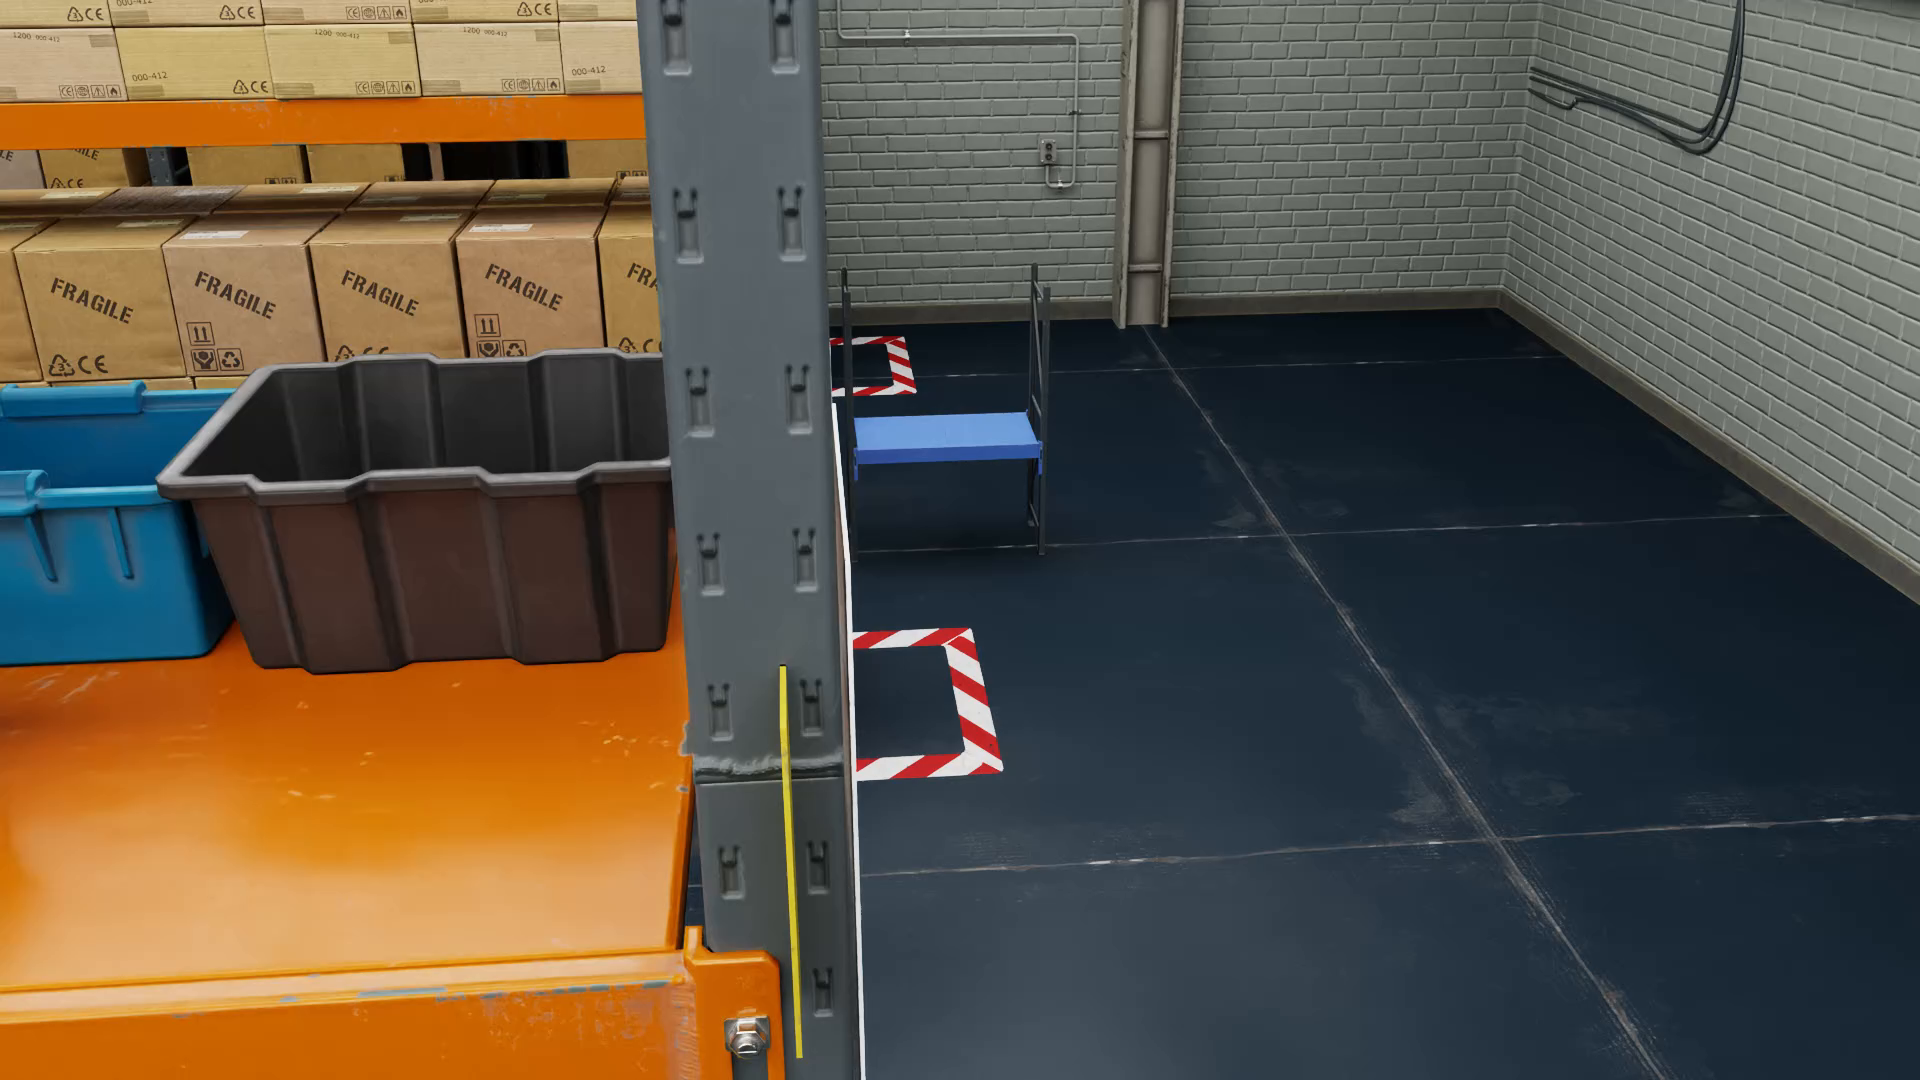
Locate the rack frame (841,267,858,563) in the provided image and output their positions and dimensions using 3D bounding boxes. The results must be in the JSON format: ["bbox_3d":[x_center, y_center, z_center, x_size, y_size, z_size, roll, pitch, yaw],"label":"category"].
[{"bbox_3d":[-0.591,-0.662,8.892,0.032,1.500,0.500,-2,24,-5],"label":"rack frame"}]

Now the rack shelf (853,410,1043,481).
[{"bbox_3d":[-0.085,-0.518,9.011,1.000,0.185,0.538,-2,24,-5],"label":"rack shelf"}]

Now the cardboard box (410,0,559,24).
[{"bbox_3d":[-1.677,-2.017,5.971,0.500,0.250,0.500,-2,24,-5],"label":"cardboard box"}]

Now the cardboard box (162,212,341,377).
[{"bbox_3d":[-2.639,-0.940,6.318,0.500,0.500,0.500,-2,24,-4],"label":"cardboard box"}]

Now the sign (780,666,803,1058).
[{"bbox_3d":[-0.140,0.271,1.383,0.005,0.325,0.100,-2,24,-5],"label":"sign"}]

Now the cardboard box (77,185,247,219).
[{"bbox_3d":[-3.185,-1.140,6.767,0.500,0.500,0.500,-2,24,-5],"label":"cardboard box"}]

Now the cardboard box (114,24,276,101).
[{"bbox_3d":[-2.673,-1.751,5.988,0.500,0.250,0.500,-2,24,-5],"label":"cardboard box"}]

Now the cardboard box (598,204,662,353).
[{"bbox_3d":[-1.109,-1.004,6.461,0.500,0.500,0.500,-3,24,-6],"label":"cardboard box"}]

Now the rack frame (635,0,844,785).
[{"bbox_3d":[-0.210,-1.369,1.252,0.127,3.000,1.000,-2,24,-5],"label":"rack frame"}]

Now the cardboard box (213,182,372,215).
[{"bbox_3d":[-2.684,-1.159,6.811,0.500,0.500,0.500,-3,24,-6],"label":"cardboard box"}]

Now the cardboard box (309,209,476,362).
[{"bbox_3d":[-2.128,-0.961,6.364,0.500,0.500,0.500,-2,24,-4],"label":"cardboard box"}]

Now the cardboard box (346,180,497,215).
[{"bbox_3d":[-2.179,-1.180,6.857,0.500,0.500,0.500,-2,24,-4],"label":"cardboard box"}]

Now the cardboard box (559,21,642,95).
[{"bbox_3d":[-1.179,-1.805,6.110,0.500,0.250,0.500,-2,24,-5],"label":"cardboard box"}]

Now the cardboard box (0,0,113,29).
[{"bbox_3d":[-3.170,-1.956,5.834,0.500,0.250,0.500,-2,24,-5],"label":"cardboard box"}]

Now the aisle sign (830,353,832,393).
[{"bbox_3d":[-0.168,0.061,2.219,0.004,0.787,0.394,-2,24,-5],"label":"aisle sign"}]

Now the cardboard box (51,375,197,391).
[{"bbox_3d":[-3.133,-0.467,6.485,0.500,0.500,0.500,-2,24,-5],"label":"cardboard box"}]

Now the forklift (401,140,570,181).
[{"bbox_3d":[-2.884,-1.482,8.977,3.031,2.935,1.130,3,24,6],"label":"forklift"}]

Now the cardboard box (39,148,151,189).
[{"bbox_3d":[-5.599,-2.543,10.765,0.500,0.500,0.500,-3,24,-6],"label":"cardboard box"}]

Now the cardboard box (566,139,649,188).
[{"bbox_3d":[-2.414,-2.711,11.288,0.700,0.700,0.980,-2,24,-6],"label":"cardboard box"}]

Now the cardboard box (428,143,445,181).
[{"bbox_3d":[-3.173,-2.685,11.228,0.700,0.700,0.980,-3,24,-8],"label":"cardboard box"}]

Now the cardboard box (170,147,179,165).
[{"bbox_3d":[-5.647,-2.747,11.223,0.500,0.500,0.500,-3,24,-7],"label":"cardboard box"}]

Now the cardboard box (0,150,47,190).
[{"bbox_3d":[-6.106,-2.519,10.710,0.500,0.500,0.500,-2,24,-5],"label":"cardboard box"}]

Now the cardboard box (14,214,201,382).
[{"bbox_3d":[-3.153,-0.919,6.271,0.500,0.500,0.500,-3,24,-7],"label":"cardboard box"}]

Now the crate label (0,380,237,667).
[{"bbox_3d":[-1.160,-0.024,2.102,0.502,0.251,0.408,-2,24,-5],"label":"crate label"}]

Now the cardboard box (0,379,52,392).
[{"bbox_3d":[-3.631,-0.448,6.442,0.500,0.500,0.500,-2,24,-4],"label":"cardboard box"}]

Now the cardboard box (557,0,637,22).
[{"bbox_3d":[-1.180,-2.037,6.017,0.500,0.250,0.500,-2,24,-5],"label":"cardboard box"}]

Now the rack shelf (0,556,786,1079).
[{"bbox_3d":[-2.201,0.410,1.827,4.000,0.370,1.077,-2,24,-5],"label":"rack shelf"}]

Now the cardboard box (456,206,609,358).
[{"bbox_3d":[-1.612,-0.983,6.415,0.500,0.500,0.500,-2,24,-4],"label":"cardboard box"}]

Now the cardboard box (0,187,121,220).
[{"bbox_3d":[-3.687,-1.120,6.722,0.500,0.500,0.500,-3,24,-6],"label":"cardboard box"}]

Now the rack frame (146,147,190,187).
[{"bbox_3d":[-5.165,-2.473,11.120,0.127,3.000,1.000,-2,24,-5],"label":"rack frame"}]

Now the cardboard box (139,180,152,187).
[{"bbox_3d":[-5.473,-2.239,10.879,0.250,0.149,0.380,-2,24,-5],"label":"cardboard box"}]

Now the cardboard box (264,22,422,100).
[{"bbox_3d":[-2.174,-1.765,6.018,0.500,0.250,0.500,-2,24,-5],"label":"cardboard box"}]

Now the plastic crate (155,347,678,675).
[{"bbox_3d":[-0.621,-0.036,2.106,0.590,0.269,0.497,-2,24,-5],"label":"plastic crate"}]

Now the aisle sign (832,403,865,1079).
[{"bbox_3d":[-0.110,0.300,1.682,0.004,0.787,0.394,-2,24,-5],"label":"aisle sign"}]

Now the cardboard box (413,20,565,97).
[{"bbox_3d":[-1.678,-1.790,6.075,0.500,0.250,0.500,-2,24,-5],"label":"cardboard box"}]

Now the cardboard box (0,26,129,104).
[{"bbox_3d":[-3.170,-1.730,5.940,0.500,0.250,0.500,-2,24,-5],"label":"cardboard box"}]

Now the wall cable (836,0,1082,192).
[{"bbox_3d":[-0.003,-3.530,12.248,1.851,1.984,0.084,-2,24,-5],"label":"wall cable"}]

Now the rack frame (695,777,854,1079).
[{"bbox_3d":[-0.210,1.372,2.470,0.127,3.000,1.000,-2,24,-5],"label":"rack frame"}]

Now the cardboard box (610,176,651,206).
[{"bbox_3d":[-1.161,-1.222,6.951,0.500,0.500,0.500,-2,24,-4],"label":"cardboard box"}]

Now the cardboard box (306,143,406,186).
[{"bbox_3d":[-3.896,-2.652,11.154,0.700,0.700,0.980,-3,24,-6],"label":"cardboard box"}]

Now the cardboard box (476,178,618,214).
[{"bbox_3d":[-1.681,-1.198,6.898,0.500,0.500,0.500,-2,24,-5],"label":"cardboard box"}]

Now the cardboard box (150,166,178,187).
[{"bbox_3d":[-5.518,-2.434,11.317,0.250,0.149,0.380,-3,24,-7],"label":"cardboard box"}]

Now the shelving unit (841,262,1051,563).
[{"bbox_3d":[-0.085,-0.682,8.938,1.048,1.500,0.538,-2,24,-5],"label":"shelving unit"}]

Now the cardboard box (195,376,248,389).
[{"bbox_3d":[-2.627,-0.488,6.532,0.500,0.500,0.500,-3,24,-6],"label":"cardboard box"}]

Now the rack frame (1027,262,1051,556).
[{"bbox_3d":[0.421,-0.702,8.983,0.032,1.500,0.500,-2,24,-5],"label":"rack frame"}]

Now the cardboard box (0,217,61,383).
[{"bbox_3d":[-3.664,-0.899,6.225,0.500,0.500,0.500,-3,24,-7],"label":"cardboard box"}]

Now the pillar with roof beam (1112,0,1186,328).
[{"bbox_3d":[1.841,-4.091,7.375,0.400,9.000,9.100,-2,24,-5],"label":"pillar with roof beam"}]

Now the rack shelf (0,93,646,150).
[{"bbox_3d":[-2.684,-1.592,6.332,4.000,0.370,1.077,-2,24,-5],"label":"rack shelf"}]

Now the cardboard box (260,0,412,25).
[{"bbox_3d":[-2.175,-1.999,5.930,0.500,0.250,0.500,-2,24,-5],"label":"cardboard box"}]

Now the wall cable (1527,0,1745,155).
[{"bbox_3d":[4.480,-4.036,11.074,0.112,2.526,3.097,-2,24,-5],"label":"wall cable"}]

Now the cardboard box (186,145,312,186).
[{"bbox_3d":[-4.623,-2.625,11.093,0.700,0.700,0.980,-2,24,-4],"label":"cardboard box"}]

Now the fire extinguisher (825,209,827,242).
[{"bbox_3d":[-0.989,-2.246,11.165,0.183,0.674,0.296,-2,24,-5],"label":"fire extinguisher"}]

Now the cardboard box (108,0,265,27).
[{"bbox_3d":[-2.672,-1.976,5.879,0.500,0.250,0.500,-2,24,-5],"label":"cardboard box"}]
